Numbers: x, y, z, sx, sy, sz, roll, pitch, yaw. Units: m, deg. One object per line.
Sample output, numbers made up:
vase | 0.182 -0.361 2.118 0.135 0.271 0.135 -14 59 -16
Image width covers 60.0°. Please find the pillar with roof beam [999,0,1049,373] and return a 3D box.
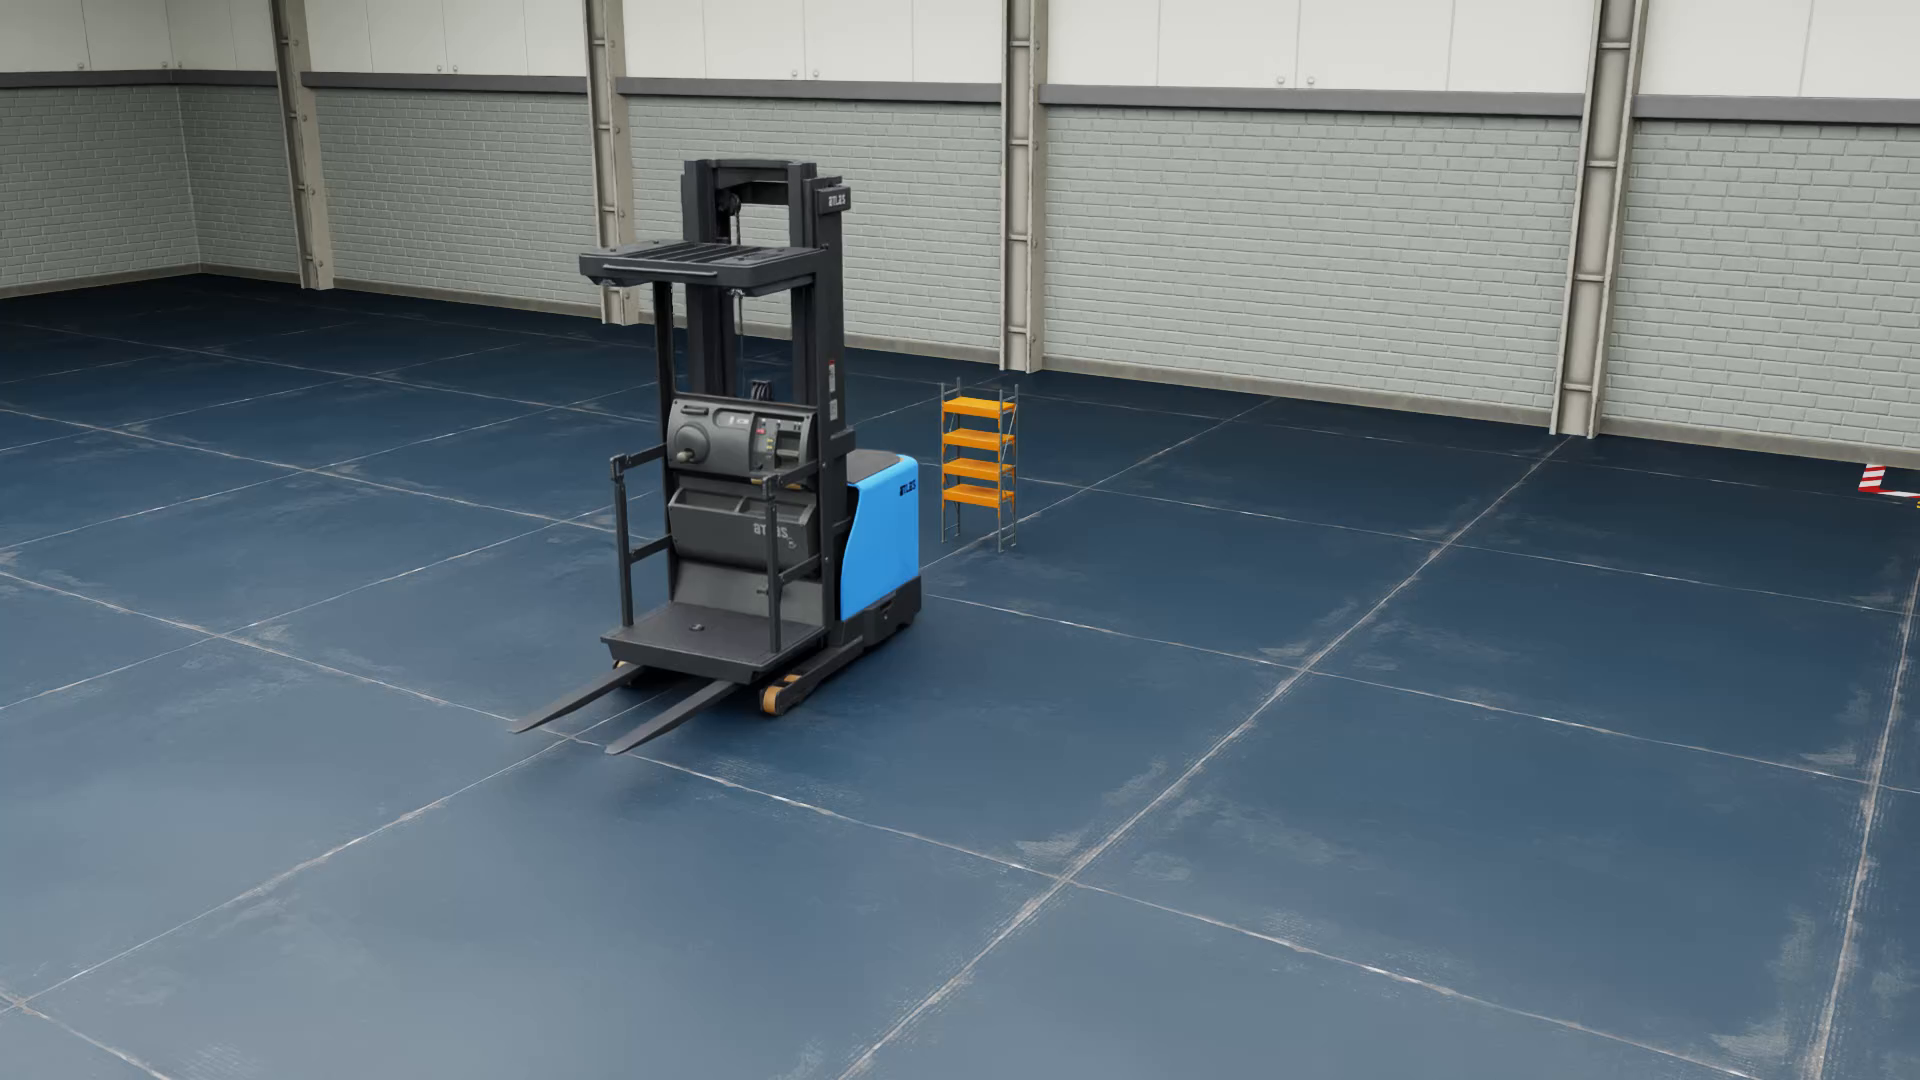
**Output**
pillar with roof beam | -1.563 -5.161 13.888 0.400 9.000 9.100 10 20 30

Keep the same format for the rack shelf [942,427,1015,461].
rack shelf | 0.141 -0.699 12.078 0.480 0.148 0.258 10 20 30

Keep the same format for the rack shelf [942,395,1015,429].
rack shelf | 0.141 -0.925 12.010 0.480 0.148 0.258 10 20 30

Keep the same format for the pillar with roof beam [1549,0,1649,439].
pillar with roof beam | 3.549 -4.248 10.884 0.400 9.000 9.100 10 20 30

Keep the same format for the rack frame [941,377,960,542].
rack frame | -0.067 -0.586 12.246 0.015 1.200 0.240 10 20 30

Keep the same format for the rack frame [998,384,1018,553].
rack frame | 0.349 -0.512 12.002 0.015 1.200 0.240 10 20 30

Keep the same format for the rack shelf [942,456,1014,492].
rack shelf | 0.141 -0.485 12.143 0.480 0.148 0.258 10 20 30

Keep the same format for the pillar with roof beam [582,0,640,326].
pillar with roof beam | -6.676 -6.073 16.893 0.400 9.000 9.100 10 20 30

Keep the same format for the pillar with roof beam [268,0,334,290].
pillar with roof beam | -11.789 -6.986 19.897 0.400 9.000 9.100 10 20 30

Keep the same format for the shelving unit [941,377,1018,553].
shelving unit | 0.141 -0.549 12.124 0.503 1.200 0.258 10 20 30

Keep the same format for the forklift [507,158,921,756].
forklift | -1.342 -0.575 9.231 1.130 2.935 3.031 8 19 25

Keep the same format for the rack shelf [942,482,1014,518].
rack shelf | 0.141 -0.295 12.201 0.480 0.148 0.258 10 20 30
